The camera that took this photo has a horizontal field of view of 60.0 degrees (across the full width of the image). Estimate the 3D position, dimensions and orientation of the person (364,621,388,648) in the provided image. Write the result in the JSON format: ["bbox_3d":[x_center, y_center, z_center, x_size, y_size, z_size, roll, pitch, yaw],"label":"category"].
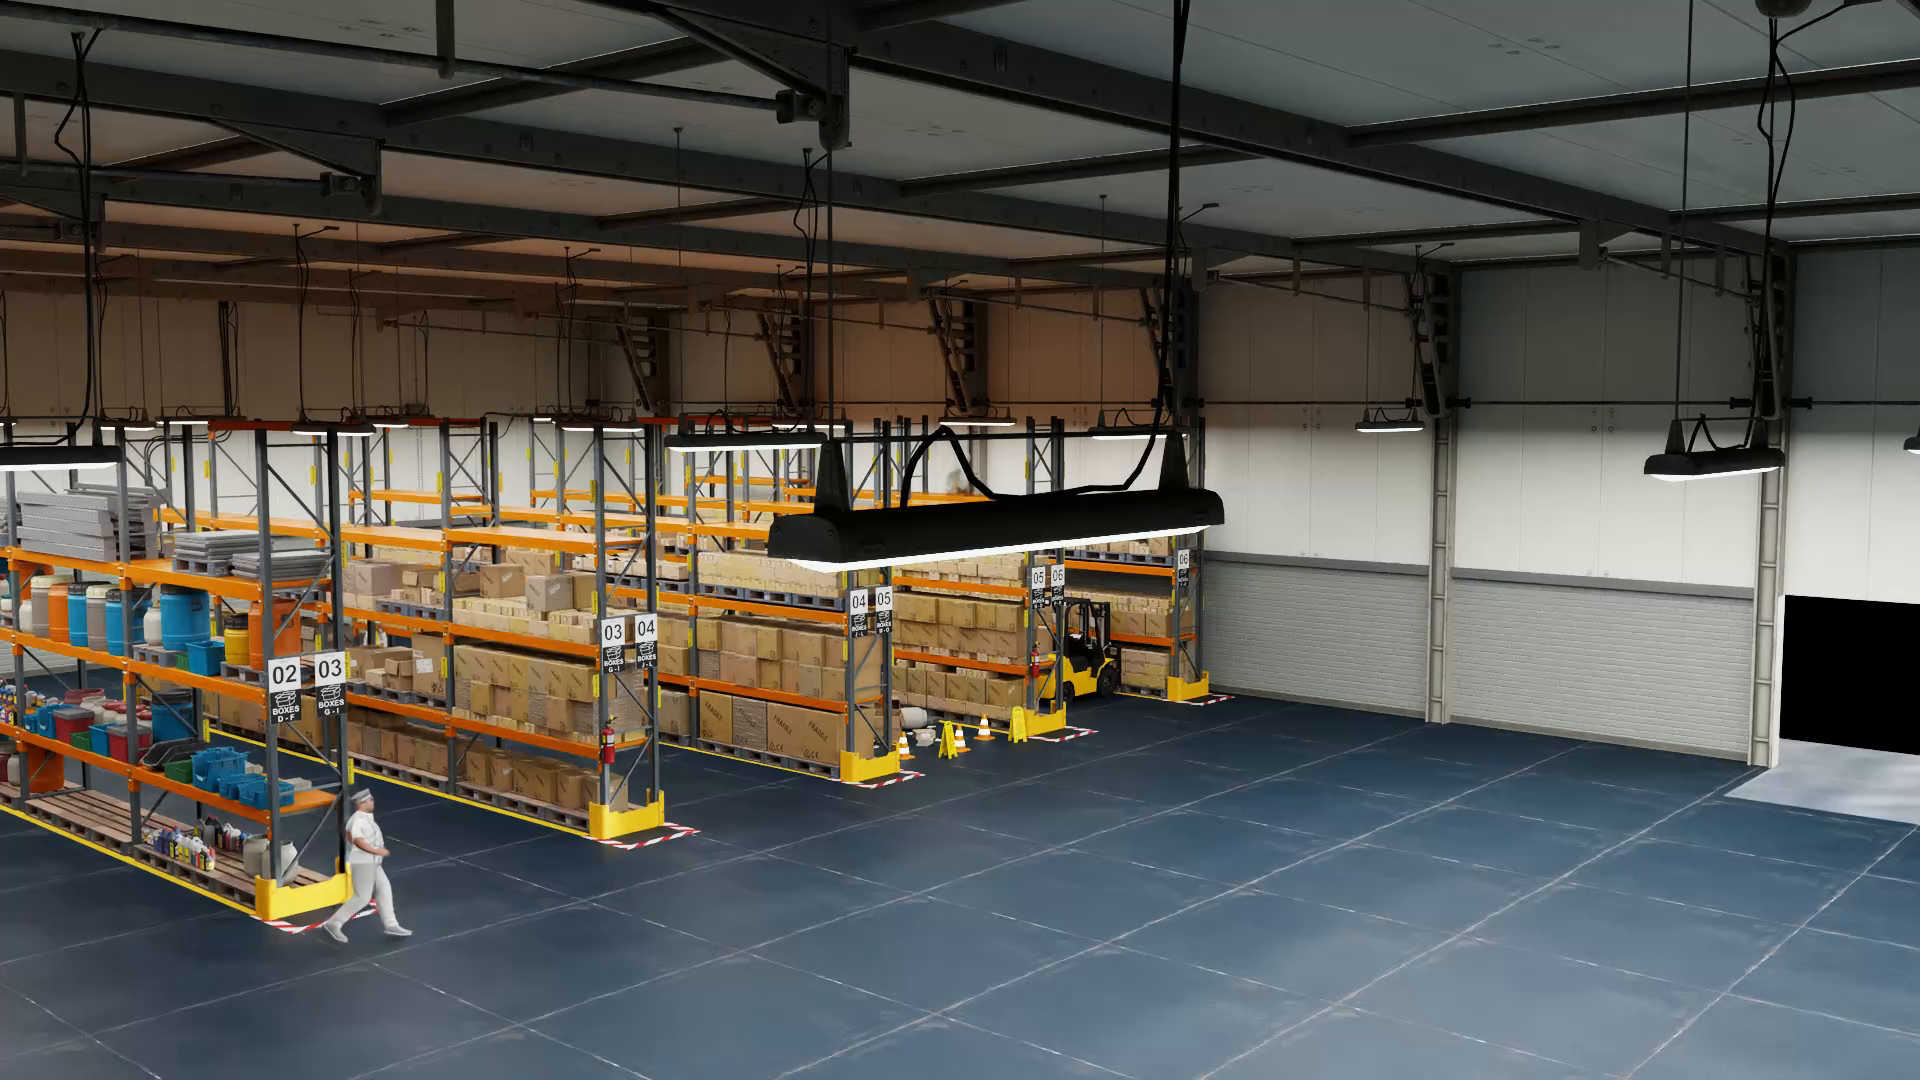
[{"bbox_3d":[-12.311,2.505,35.068,0.951,1.780,0.646,4,6,41],"label":"person"}]

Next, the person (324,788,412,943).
[{"bbox_3d":[-6.996,3.816,19.638,0.971,1.756,0.738,-1,5,-16],"label":"person"}]
